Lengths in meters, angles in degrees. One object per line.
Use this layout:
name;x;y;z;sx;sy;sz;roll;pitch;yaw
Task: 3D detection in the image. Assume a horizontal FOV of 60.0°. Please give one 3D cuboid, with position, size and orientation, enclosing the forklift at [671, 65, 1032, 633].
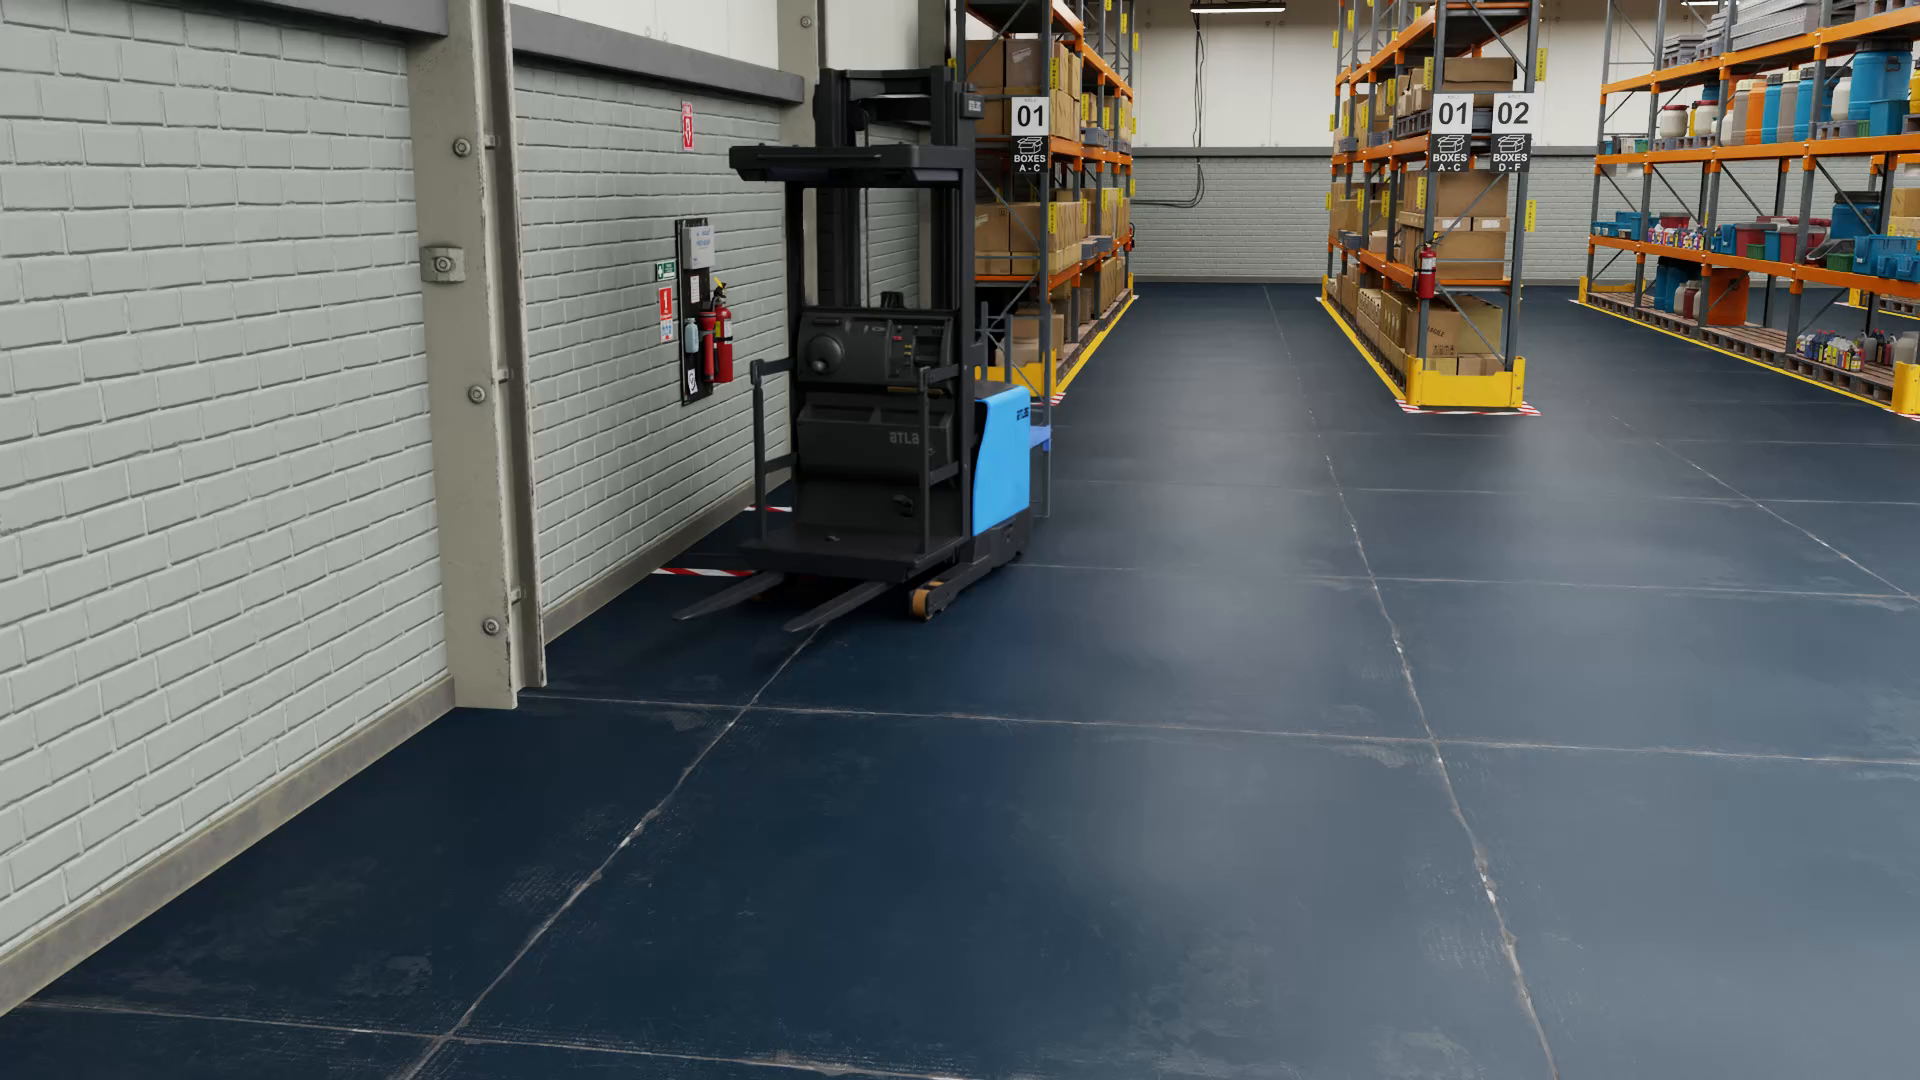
forklift;-0.556;-1.102;9.151;1.130;2.935;3.031;5;13;21

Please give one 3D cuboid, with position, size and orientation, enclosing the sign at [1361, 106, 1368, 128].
sign;6.052;-6.319;24.848;0.100;0.325;0.005;2;12;9

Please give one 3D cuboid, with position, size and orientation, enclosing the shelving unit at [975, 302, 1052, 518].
shelving unit;0.238;-0.806;11.172;0.538;1.500;1.048;4;13;17

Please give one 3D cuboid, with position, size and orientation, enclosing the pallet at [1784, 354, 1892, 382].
pallet;10.722;-2.087;20.174;1.003;0.211;1.213;2;12;9

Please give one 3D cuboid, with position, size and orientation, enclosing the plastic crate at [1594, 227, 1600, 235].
plastic crate;12.218;-5.882;31.649;0.250;0.136;0.298;2;12;9

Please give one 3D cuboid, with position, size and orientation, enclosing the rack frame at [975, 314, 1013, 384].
rack frame;0.089;-0.703;10.697;0.500;1.500;0.032;4;13;17

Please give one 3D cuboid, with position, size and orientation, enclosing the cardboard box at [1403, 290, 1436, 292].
cardboard box;6.678;-3.492;24.275;0.500;0.311;0.500;2;12;8

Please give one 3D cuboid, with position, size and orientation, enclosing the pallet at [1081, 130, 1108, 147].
pallet;1.434;-5.625;23.299;1.213;0.211;1.003;2;12;9

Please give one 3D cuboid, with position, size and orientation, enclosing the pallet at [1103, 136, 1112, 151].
pallet;1.739;-6.252;26.210;1.213;0.211;1.003;2;12;11

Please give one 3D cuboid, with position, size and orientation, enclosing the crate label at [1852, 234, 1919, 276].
crate label;10.268;-3.165;18.474;0.502;0.435;0.616;2;12;9

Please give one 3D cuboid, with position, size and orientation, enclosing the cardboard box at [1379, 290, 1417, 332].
cardboard box;5.592;-2.891;21.037;0.500;0.500;0.500;2;12;9

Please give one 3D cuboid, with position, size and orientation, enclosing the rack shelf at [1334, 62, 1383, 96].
rack shelf;7.511;-8.410;30.375;1.077;0.370;4.000;2;12;9

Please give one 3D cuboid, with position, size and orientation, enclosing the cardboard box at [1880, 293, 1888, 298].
cardboard box;17.587;-4.956;30.919;0.875;0.875;0.875;2;12;9

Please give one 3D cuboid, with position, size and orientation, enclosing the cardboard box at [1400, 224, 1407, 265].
cardboard box;5.911;-3.706;20.831;0.700;0.500;0.500;2;12;7

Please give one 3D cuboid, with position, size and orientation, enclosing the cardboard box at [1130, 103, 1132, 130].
cardboard box;3.080;-8.260;32.422;0.500;0.500;0.500;2;12;8

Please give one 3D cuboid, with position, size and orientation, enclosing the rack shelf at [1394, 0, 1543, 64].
rack shelf;5.665;-5.719;18.825;1.077;0.370;4.000;2;12;9

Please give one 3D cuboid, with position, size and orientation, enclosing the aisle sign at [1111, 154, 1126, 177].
aisle sign;3.231;-7.683;33.354;0.394;0.787;0.004;2;12;9

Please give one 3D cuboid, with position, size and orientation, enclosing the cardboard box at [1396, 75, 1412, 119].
cardboard box;5.635;-5.442;20.439;0.500;0.500;0.500;3;13;13

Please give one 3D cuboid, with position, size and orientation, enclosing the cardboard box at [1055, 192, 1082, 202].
cardboard box;1.635;-5.183;25.100;0.380;0.149;0.250;0;12;-1

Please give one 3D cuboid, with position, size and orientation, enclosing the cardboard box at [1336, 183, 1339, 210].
cardboard box;7.258;-6.382;30.878;0.500;0.500;0.500;2;12;8

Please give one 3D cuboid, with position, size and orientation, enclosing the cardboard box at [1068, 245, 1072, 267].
cardboard box;1.081;-3.424;20.069;0.500;0.250;0.500;2;12;9

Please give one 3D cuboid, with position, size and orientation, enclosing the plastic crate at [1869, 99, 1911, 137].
plastic crate;10.247;-4.621;18.232;0.392;0.384;0.575;2;12;9

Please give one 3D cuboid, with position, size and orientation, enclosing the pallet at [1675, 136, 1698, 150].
pallet;11.902;-6.225;26.086;1.003;0.211;1.213;2;12;9

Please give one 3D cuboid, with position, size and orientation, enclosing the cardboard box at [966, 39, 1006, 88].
cardboard box;0.270;-5.188;18.170;0.500;0.500;0.500;2;12;11

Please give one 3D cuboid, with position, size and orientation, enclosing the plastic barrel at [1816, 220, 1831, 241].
plastic barrel;11.231;-3.847;21.400;0.433;0.535;0.433;0;12;0

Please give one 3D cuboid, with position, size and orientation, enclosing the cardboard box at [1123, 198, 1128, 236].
cardboard box;2.754;-6.295;32.373;0.980;0.700;0.700;2;12;8

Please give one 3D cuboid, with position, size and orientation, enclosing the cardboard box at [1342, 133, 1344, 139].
cardboard box;7.090;-7.266;29.639;0.500;0.250;0.500;2;12;9

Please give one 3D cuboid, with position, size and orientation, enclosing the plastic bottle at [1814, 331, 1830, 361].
plastic bottle;10.304;-2.314;19.856;0.144;0.351;0.185;1;12;6

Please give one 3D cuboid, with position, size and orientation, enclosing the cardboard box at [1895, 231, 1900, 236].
cardboard box;17.030;-5.472;29.860;0.380;0.149;0.250;2;12;8

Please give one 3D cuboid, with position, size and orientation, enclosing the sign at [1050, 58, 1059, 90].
sign;0.999;-4.953;17.659;0.100;0.325;0.005;2;12;9

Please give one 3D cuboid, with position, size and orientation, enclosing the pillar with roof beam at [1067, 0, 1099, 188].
pillar with roof beam;6.738;-9.790;35.062;9.100;9.000;0.548;2;12;9

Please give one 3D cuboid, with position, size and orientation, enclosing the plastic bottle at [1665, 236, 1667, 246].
plastic bottle;11.462;-4.856;26.879;0.097;0.201;0.097;0;12;0

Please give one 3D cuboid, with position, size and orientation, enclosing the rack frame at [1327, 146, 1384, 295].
rack frame;7.819;-6.247;32.862;1.000;3.000;0.127;2;12;9

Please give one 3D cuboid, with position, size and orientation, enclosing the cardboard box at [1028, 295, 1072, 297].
cardboard box;1.323;-3.270;23.936;0.700;0.500;0.500;2;12;9

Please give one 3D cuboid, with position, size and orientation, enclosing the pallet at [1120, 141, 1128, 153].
pallet;2.634;-7.421;31.397;1.003;0.211;1.213;2;12;9

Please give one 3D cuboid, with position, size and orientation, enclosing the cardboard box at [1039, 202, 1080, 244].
cardboard box;1.239;-4.000;20.961;0.500;0.500;0.500;2;12;8

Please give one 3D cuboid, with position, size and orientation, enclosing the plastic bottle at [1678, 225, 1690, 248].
plastic bottle;11.364;-4.764;26.098;0.144;0.351;0.185;2;12;9

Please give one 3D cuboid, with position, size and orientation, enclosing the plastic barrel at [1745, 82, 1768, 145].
plastic barrel;11.041;-5.797;22.633;0.600;0.830;0.708;2;12;9

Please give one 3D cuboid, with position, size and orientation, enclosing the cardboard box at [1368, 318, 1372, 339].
cardboard box;5.908;-2.918;22.943;0.500;0.250;0.500;2;12;10

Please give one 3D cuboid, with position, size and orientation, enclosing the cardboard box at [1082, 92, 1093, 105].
cardboard box;1.973;-7.377;27.922;0.500;0.250;0.500;1;12;7

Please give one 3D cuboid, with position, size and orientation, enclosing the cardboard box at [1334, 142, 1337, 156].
cardboard box;7.399;-7.438;31.623;0.500;0.250;0.500;2;12;9

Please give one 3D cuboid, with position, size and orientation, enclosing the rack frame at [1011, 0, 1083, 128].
rack frame;1.078;-6.842;21.380;1.000;3.000;0.127;2;12;9

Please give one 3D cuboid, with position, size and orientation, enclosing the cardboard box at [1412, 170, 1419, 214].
cardboard box;5.757;-4.130;19.723;0.700;0.500;0.500;2;12;9

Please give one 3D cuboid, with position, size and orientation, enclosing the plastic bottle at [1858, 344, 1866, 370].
plastic bottle;10.272;-2.087;18.963;0.061;0.283;0.133;2;12;9

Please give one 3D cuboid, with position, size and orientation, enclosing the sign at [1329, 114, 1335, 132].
sign;7.282;-8.159;32.536;0.100;0.325;0.005;2;12;9

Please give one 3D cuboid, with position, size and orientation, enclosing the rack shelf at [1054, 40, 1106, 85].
rack shelf;1.385;-6.711;23.430;1.077;0.370;4.000;2;12;9

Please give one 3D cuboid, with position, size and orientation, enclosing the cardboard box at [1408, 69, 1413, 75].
cardboard box;6.172;-5.961;21.991;0.500;0.500;0.500;3;13;14

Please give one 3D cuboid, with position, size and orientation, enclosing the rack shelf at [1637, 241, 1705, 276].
rack shelf;11.790;-4.485;26.394;1.077;0.370;4.000;2;12;9

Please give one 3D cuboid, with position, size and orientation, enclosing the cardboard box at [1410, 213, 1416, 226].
cardboard box;5.546;-3.797;19.717;0.380;0.149;0.250;2;12;7

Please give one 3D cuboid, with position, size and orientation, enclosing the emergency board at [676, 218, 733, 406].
emergency board;-1.625;-1.488;10.778;0.194;1.169;0.643;2;12;9

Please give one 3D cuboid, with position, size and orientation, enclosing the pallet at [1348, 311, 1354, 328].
pallet;6.930;-3.626;27.319;1.003;0.211;1.213;2;12;9

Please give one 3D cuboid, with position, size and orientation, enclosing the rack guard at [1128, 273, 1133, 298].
rack guard;2.927;-5.190;33.890;1.175;0.500;0.348;2;12;9

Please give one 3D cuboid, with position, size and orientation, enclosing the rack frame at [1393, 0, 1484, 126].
rack frame;5.973;-6.682;20.639;1.000;3.000;0.127;2;12;9
